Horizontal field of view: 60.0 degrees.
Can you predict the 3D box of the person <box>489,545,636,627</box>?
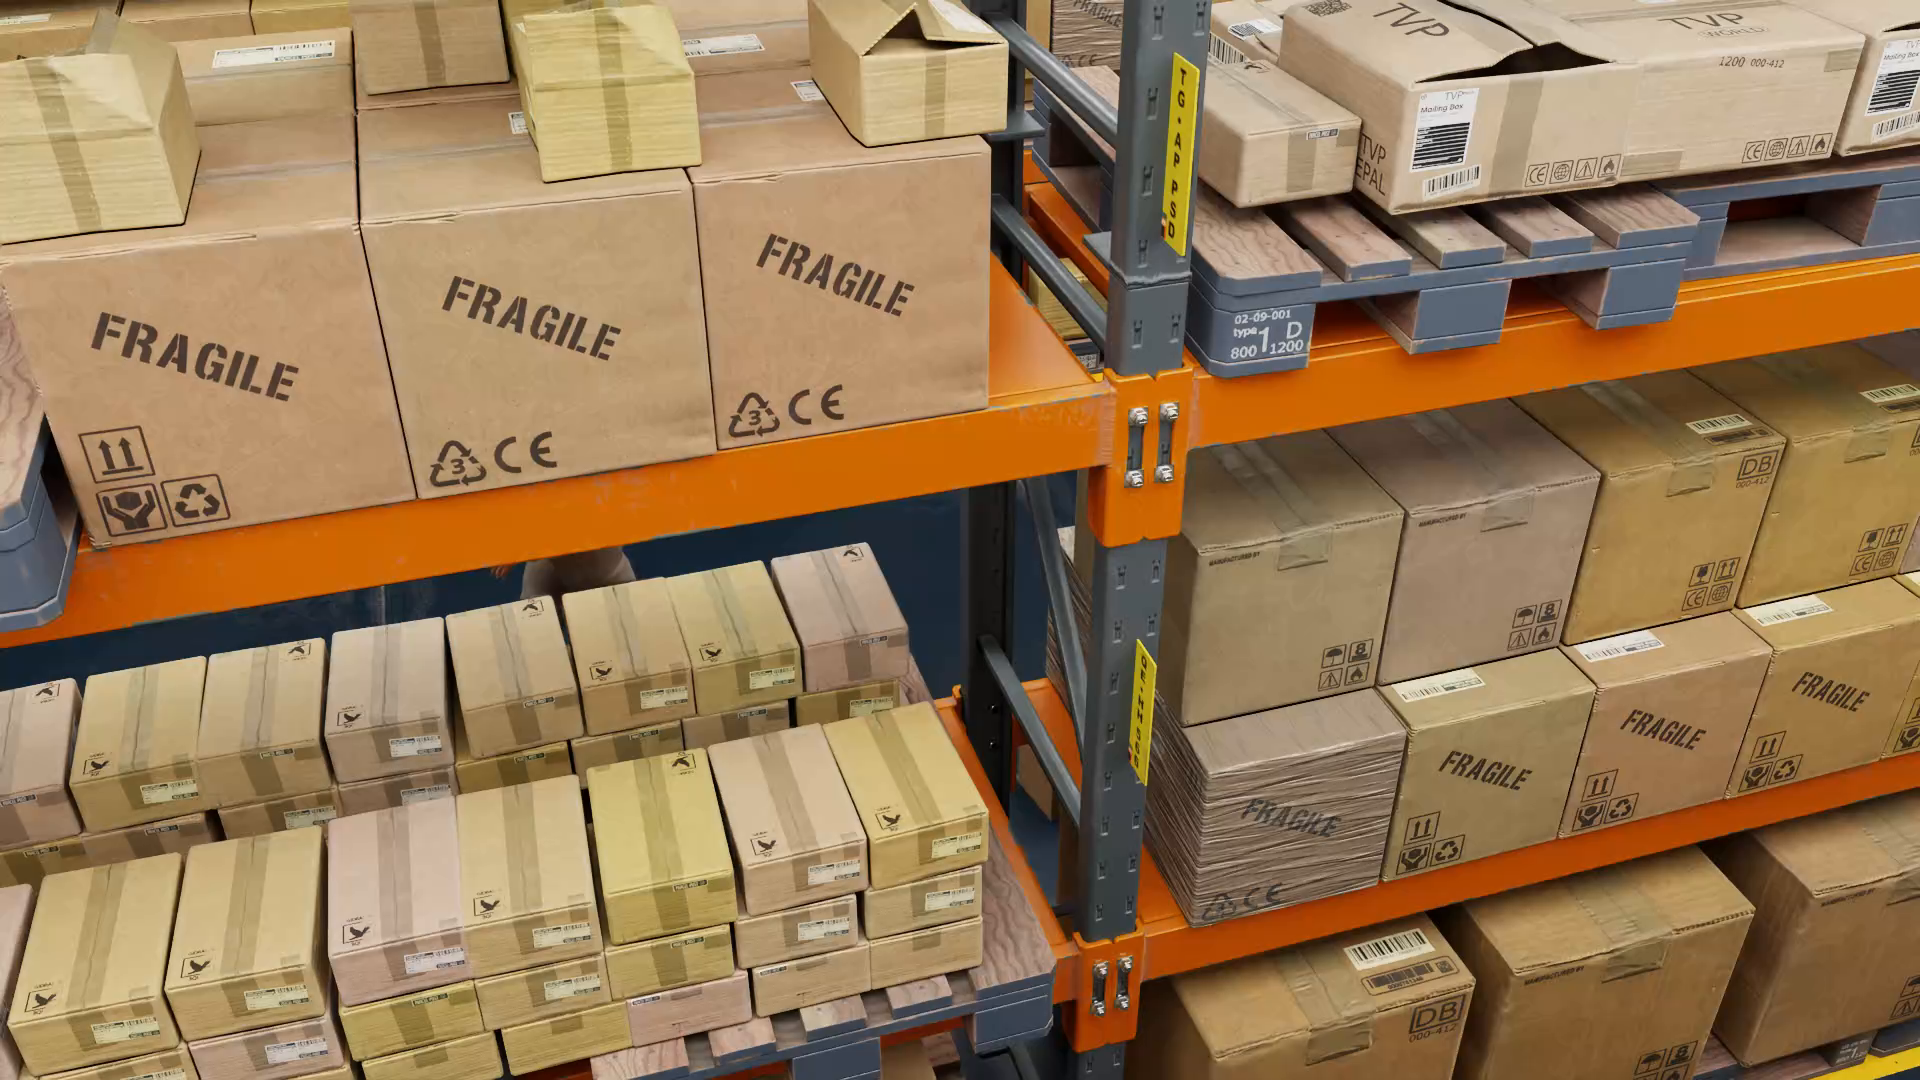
[{"bbox_3d":[-1.490,-0.057,6.229,1.071,1.662,0.544,-1,34,-1],"label":"person"}]
